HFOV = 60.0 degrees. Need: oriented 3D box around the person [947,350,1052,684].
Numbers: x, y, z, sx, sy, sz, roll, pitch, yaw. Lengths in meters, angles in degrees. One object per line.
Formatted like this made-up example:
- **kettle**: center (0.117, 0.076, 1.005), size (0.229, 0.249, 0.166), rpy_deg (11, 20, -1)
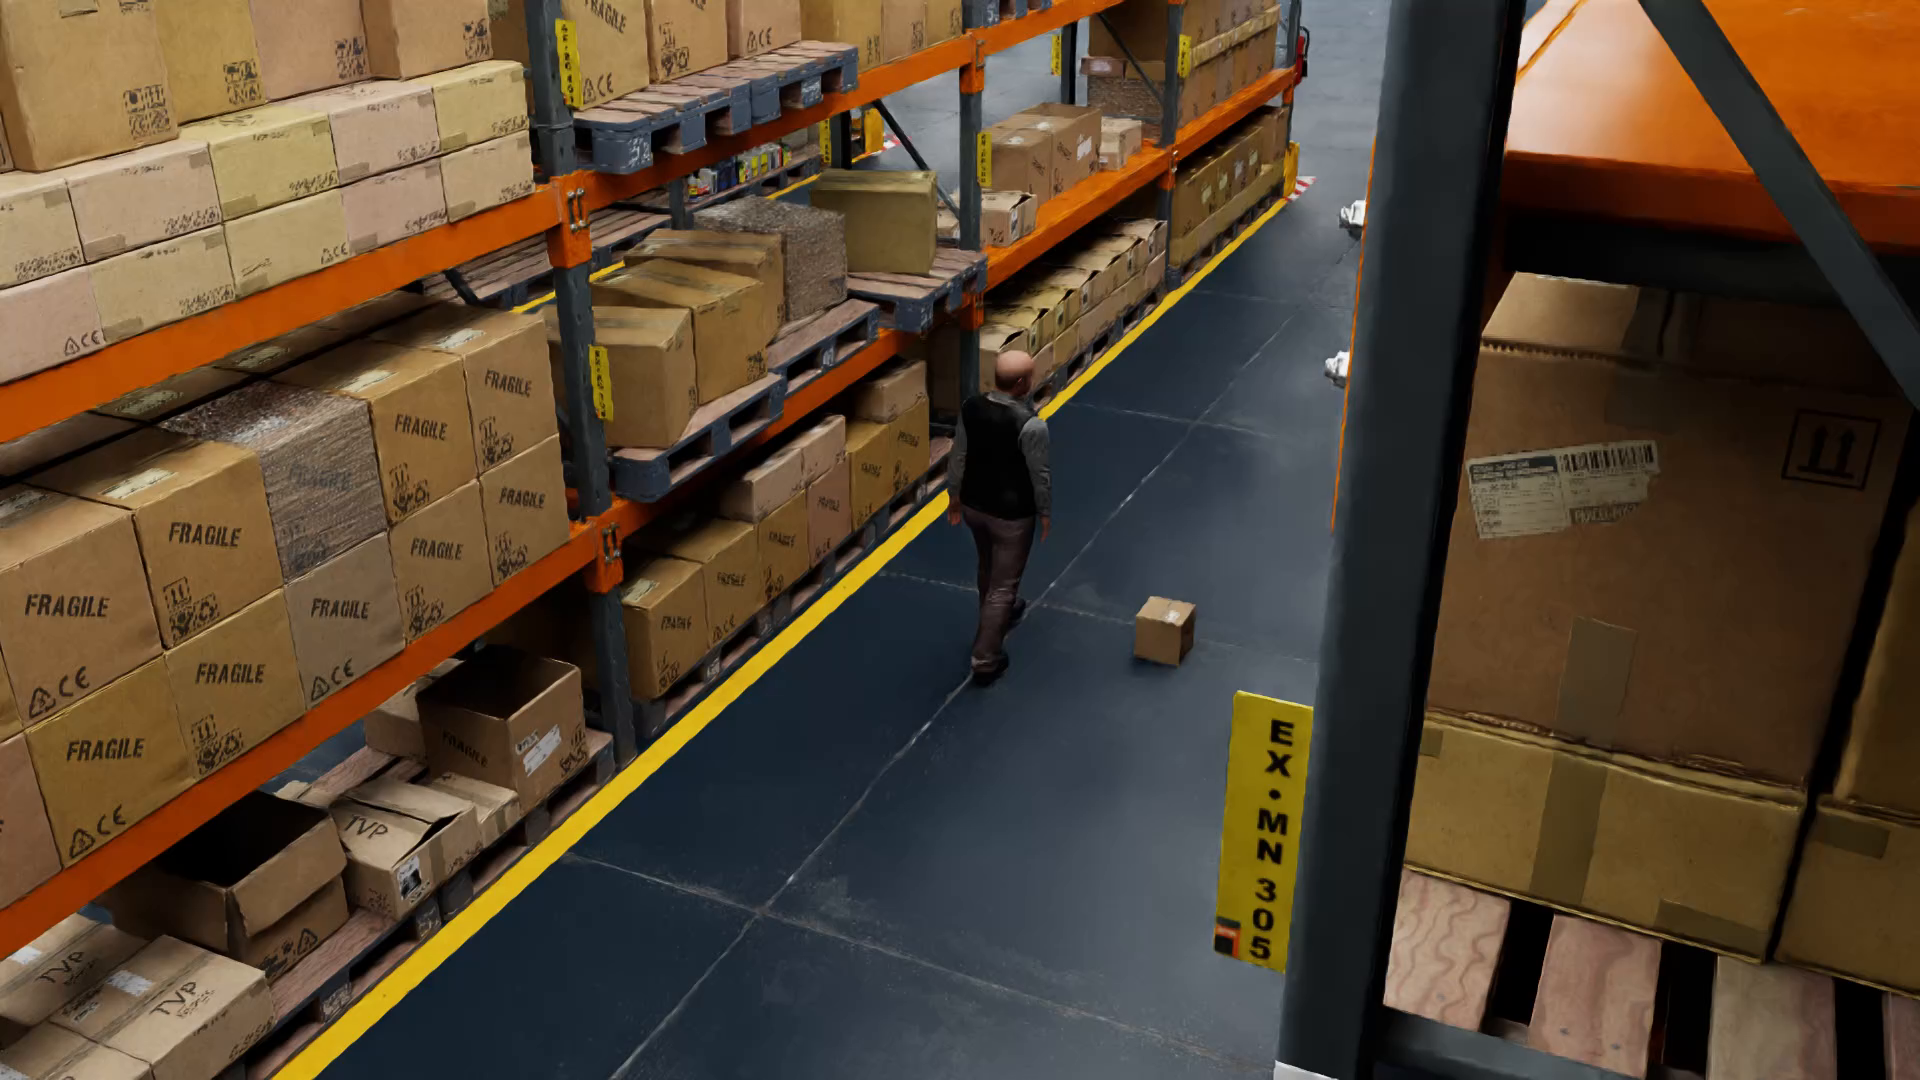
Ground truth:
- **person**: center (0.238, -0.173, 8.488), size (0.568, 1.704, 0.784), rpy_deg (21, 33, 36)
